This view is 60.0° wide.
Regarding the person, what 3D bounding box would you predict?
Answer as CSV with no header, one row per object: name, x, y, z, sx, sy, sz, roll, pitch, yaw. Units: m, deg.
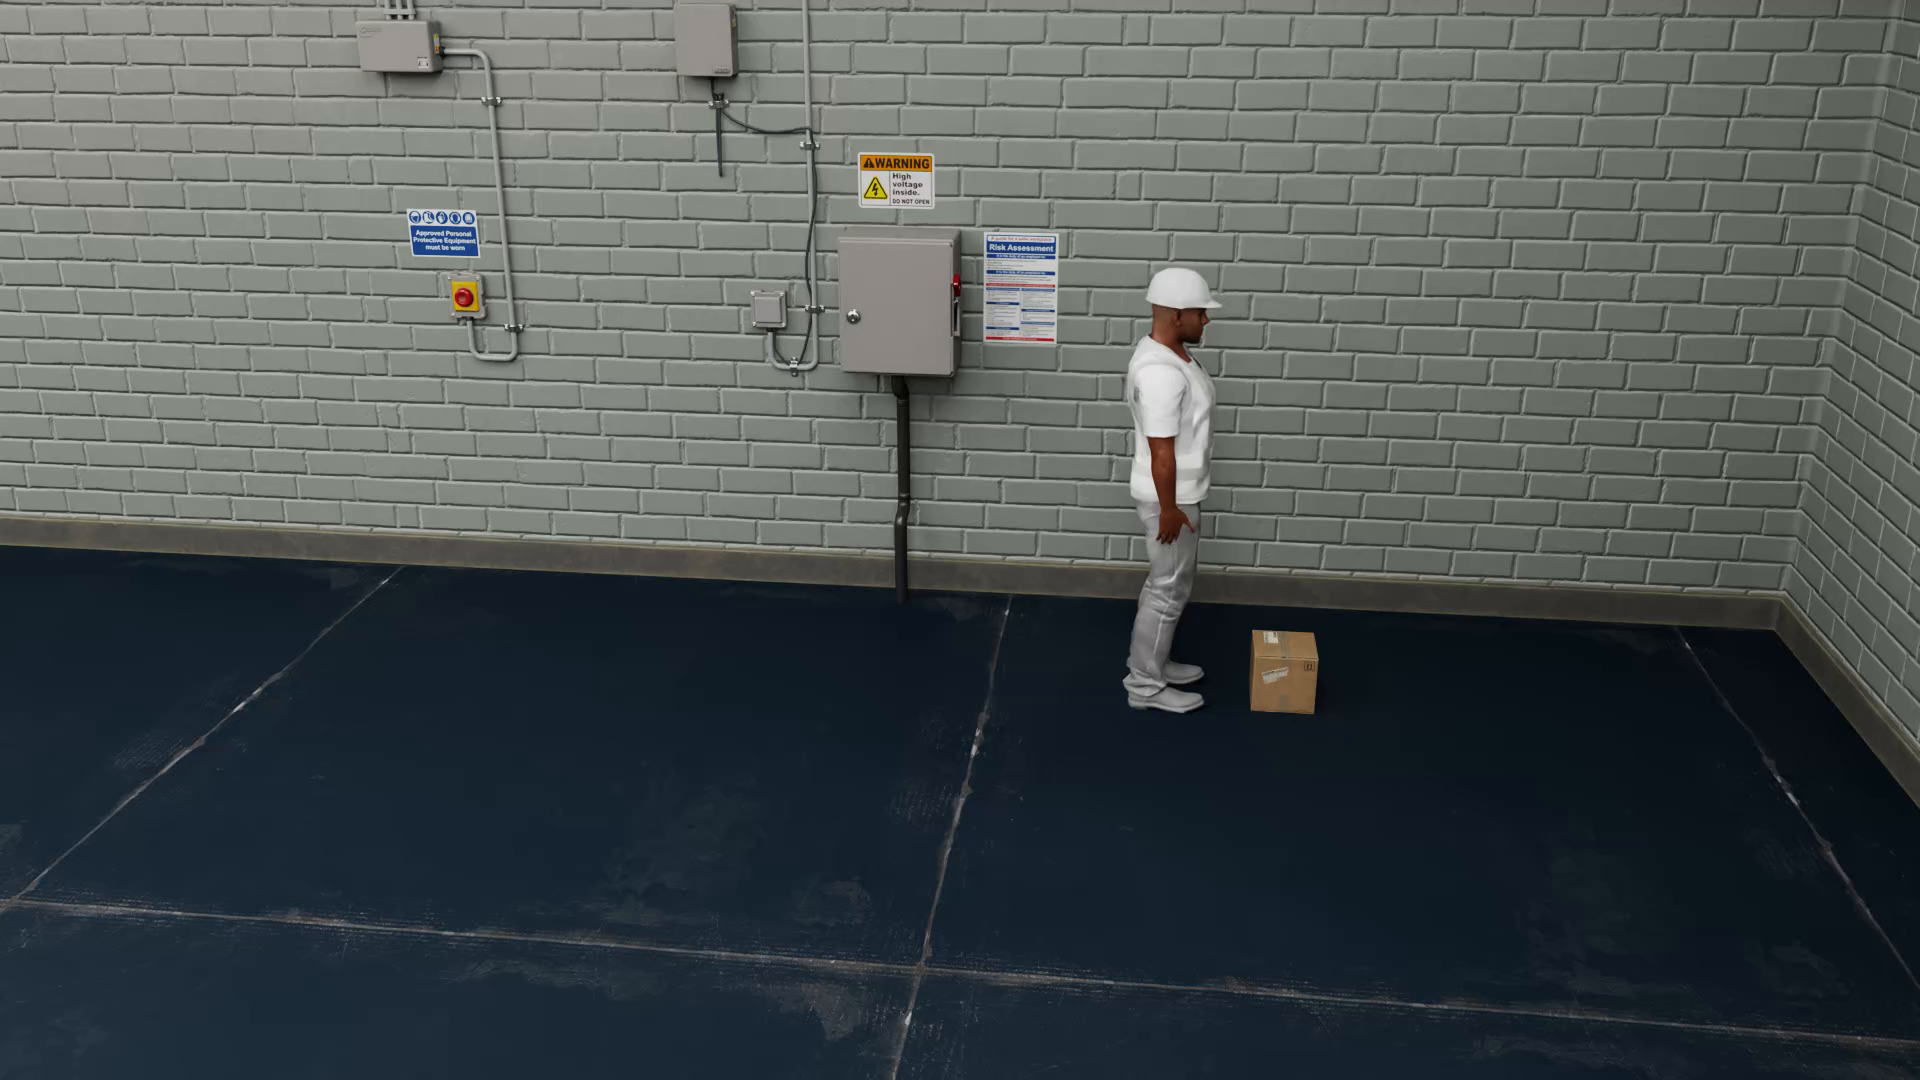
person,0.829,-0.200,6.571,0.361,1.763,0.565,3,21,8
